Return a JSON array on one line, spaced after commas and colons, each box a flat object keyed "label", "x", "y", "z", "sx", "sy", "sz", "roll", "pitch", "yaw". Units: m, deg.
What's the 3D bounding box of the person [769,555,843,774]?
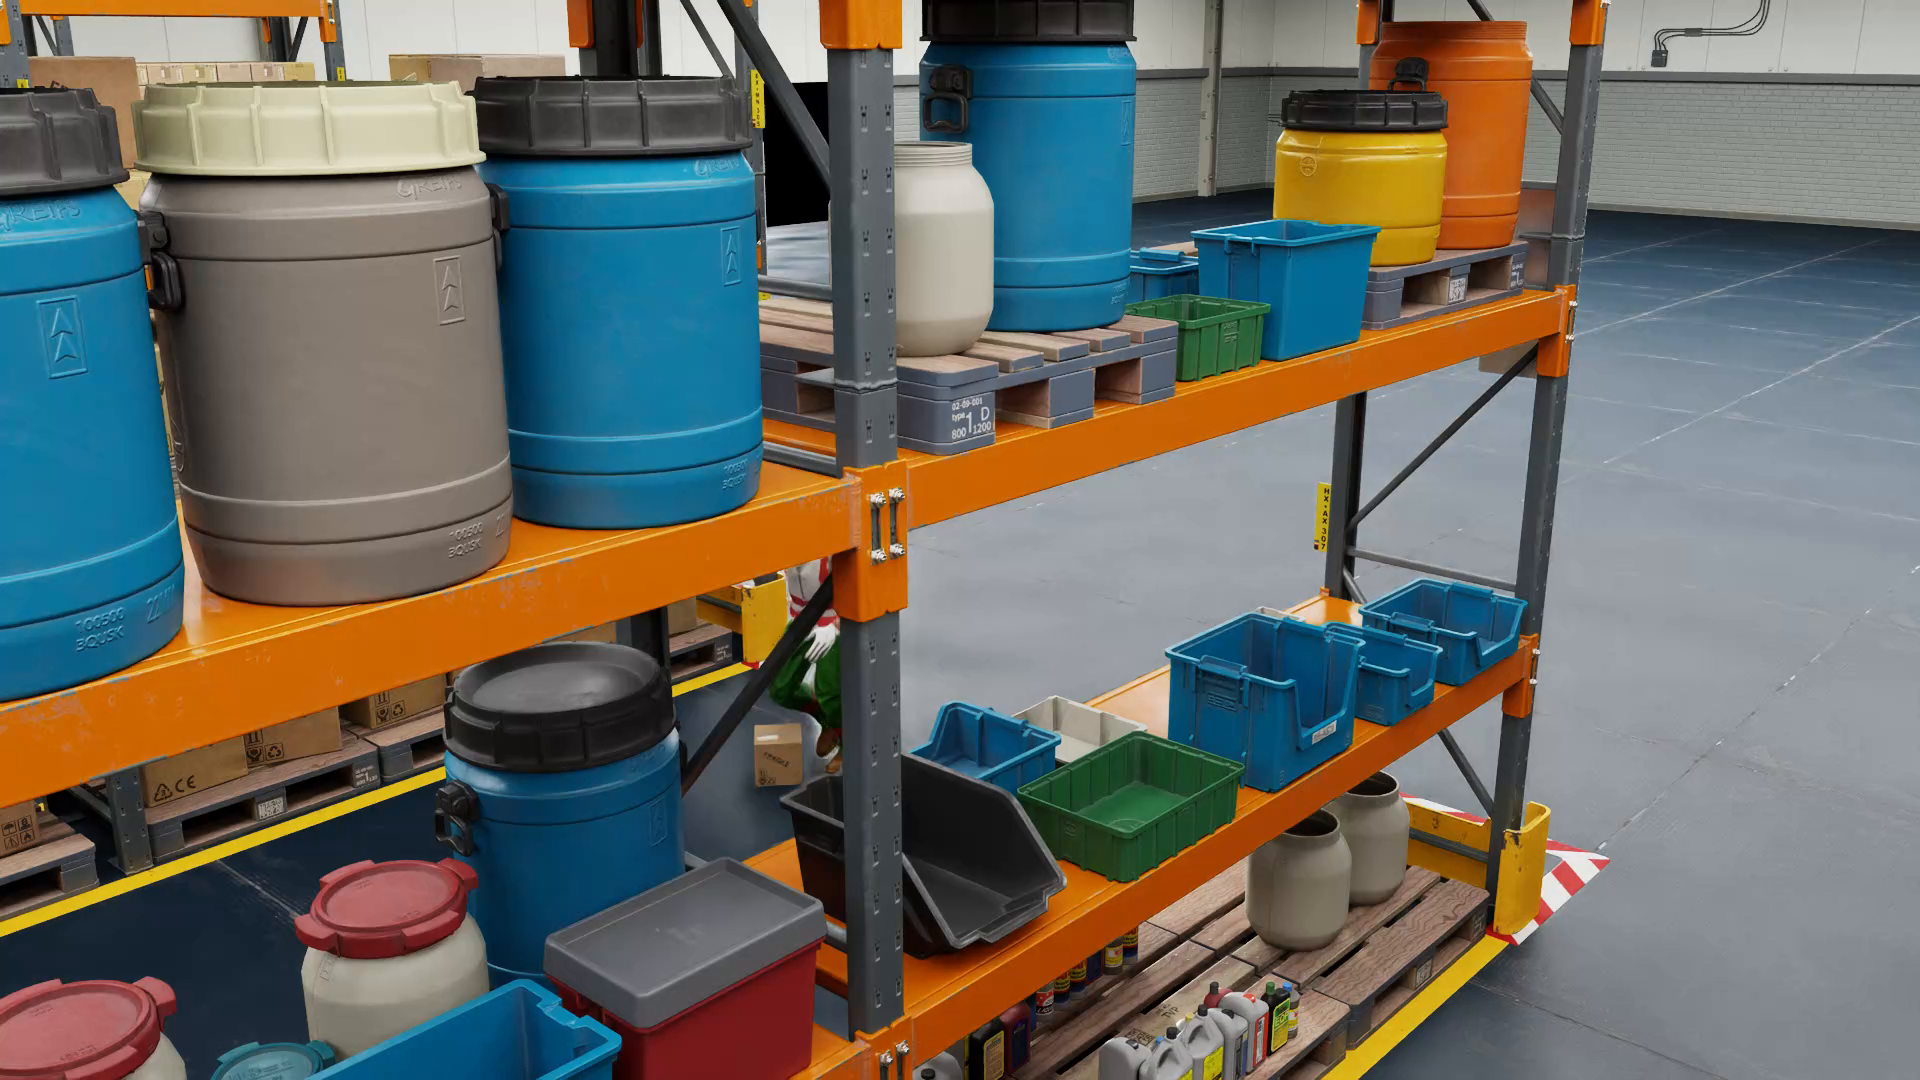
[{"label": "person", "x": -0.748, "y": 0.437, "z": 8.688, "sx": 0.746, "sy": 1.701, "sz": 0.606, "roll": 11, "pitch": 20, "yaw": 33}]
